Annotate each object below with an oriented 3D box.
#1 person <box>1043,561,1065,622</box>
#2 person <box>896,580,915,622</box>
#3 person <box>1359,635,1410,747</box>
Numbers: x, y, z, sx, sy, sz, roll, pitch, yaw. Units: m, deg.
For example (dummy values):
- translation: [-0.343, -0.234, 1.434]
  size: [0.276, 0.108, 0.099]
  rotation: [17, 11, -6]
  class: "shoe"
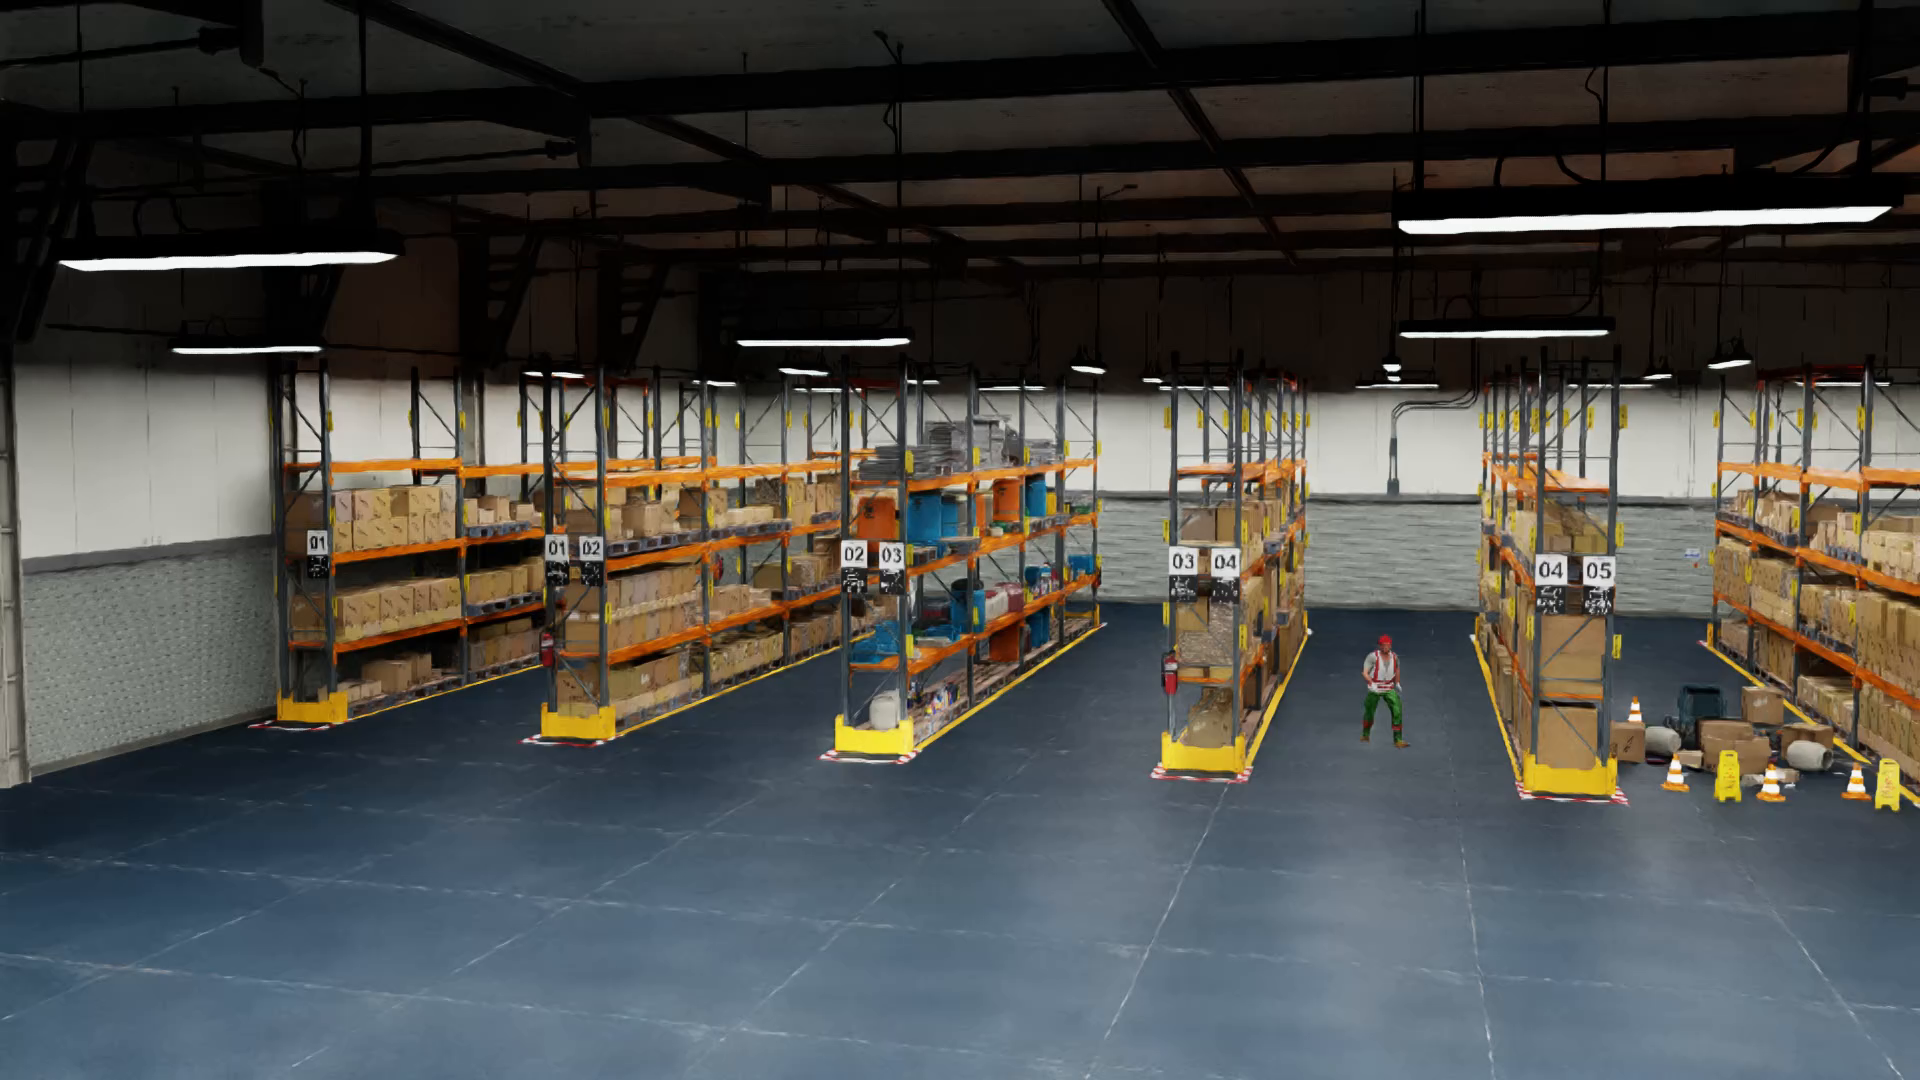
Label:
- translation: [2.145, 1.305, 39.511]
  size: [0.495, 1.630, 0.962]
  rotation: [3, 5, 36]
  class: "person"
- translation: [-1.250, 1.445, 38.072]
  size: [0.502, 1.624, 0.980]
  rotation: [1, 4, 14]
  class: "person"
- translation: [6.496, 2.295, 25.580]
  size: [0.675, 1.720, 0.842]
  rotation: [0, 4, -2]
  class: "person"
